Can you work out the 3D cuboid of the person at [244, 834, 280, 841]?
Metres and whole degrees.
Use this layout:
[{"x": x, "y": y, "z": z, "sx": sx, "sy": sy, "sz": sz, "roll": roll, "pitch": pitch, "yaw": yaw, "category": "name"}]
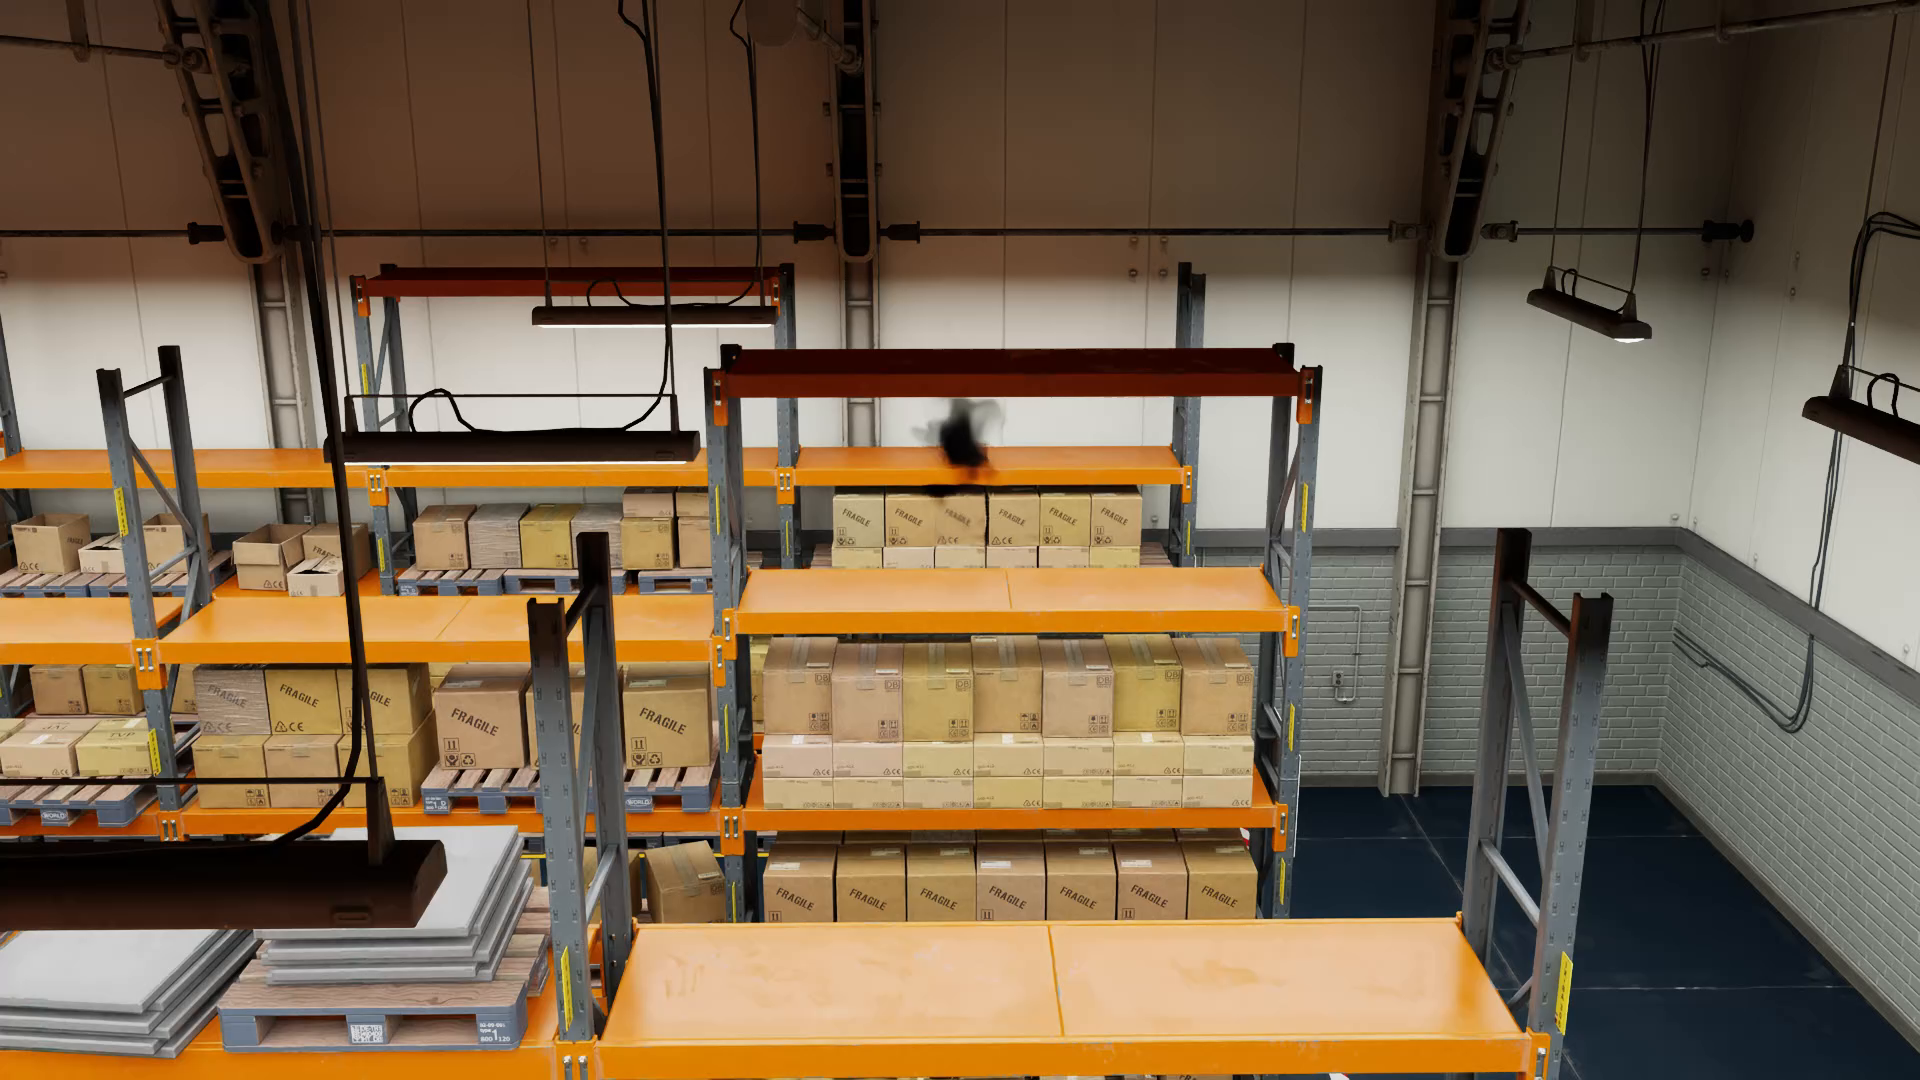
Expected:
[{"x": -6.152, "y": 3.144, "z": 14.682, "sx": 0.916, "sy": 1.676, "sz": 0.580, "roll": -1, "pitch": 16, "yaw": -4, "category": "person"}]
